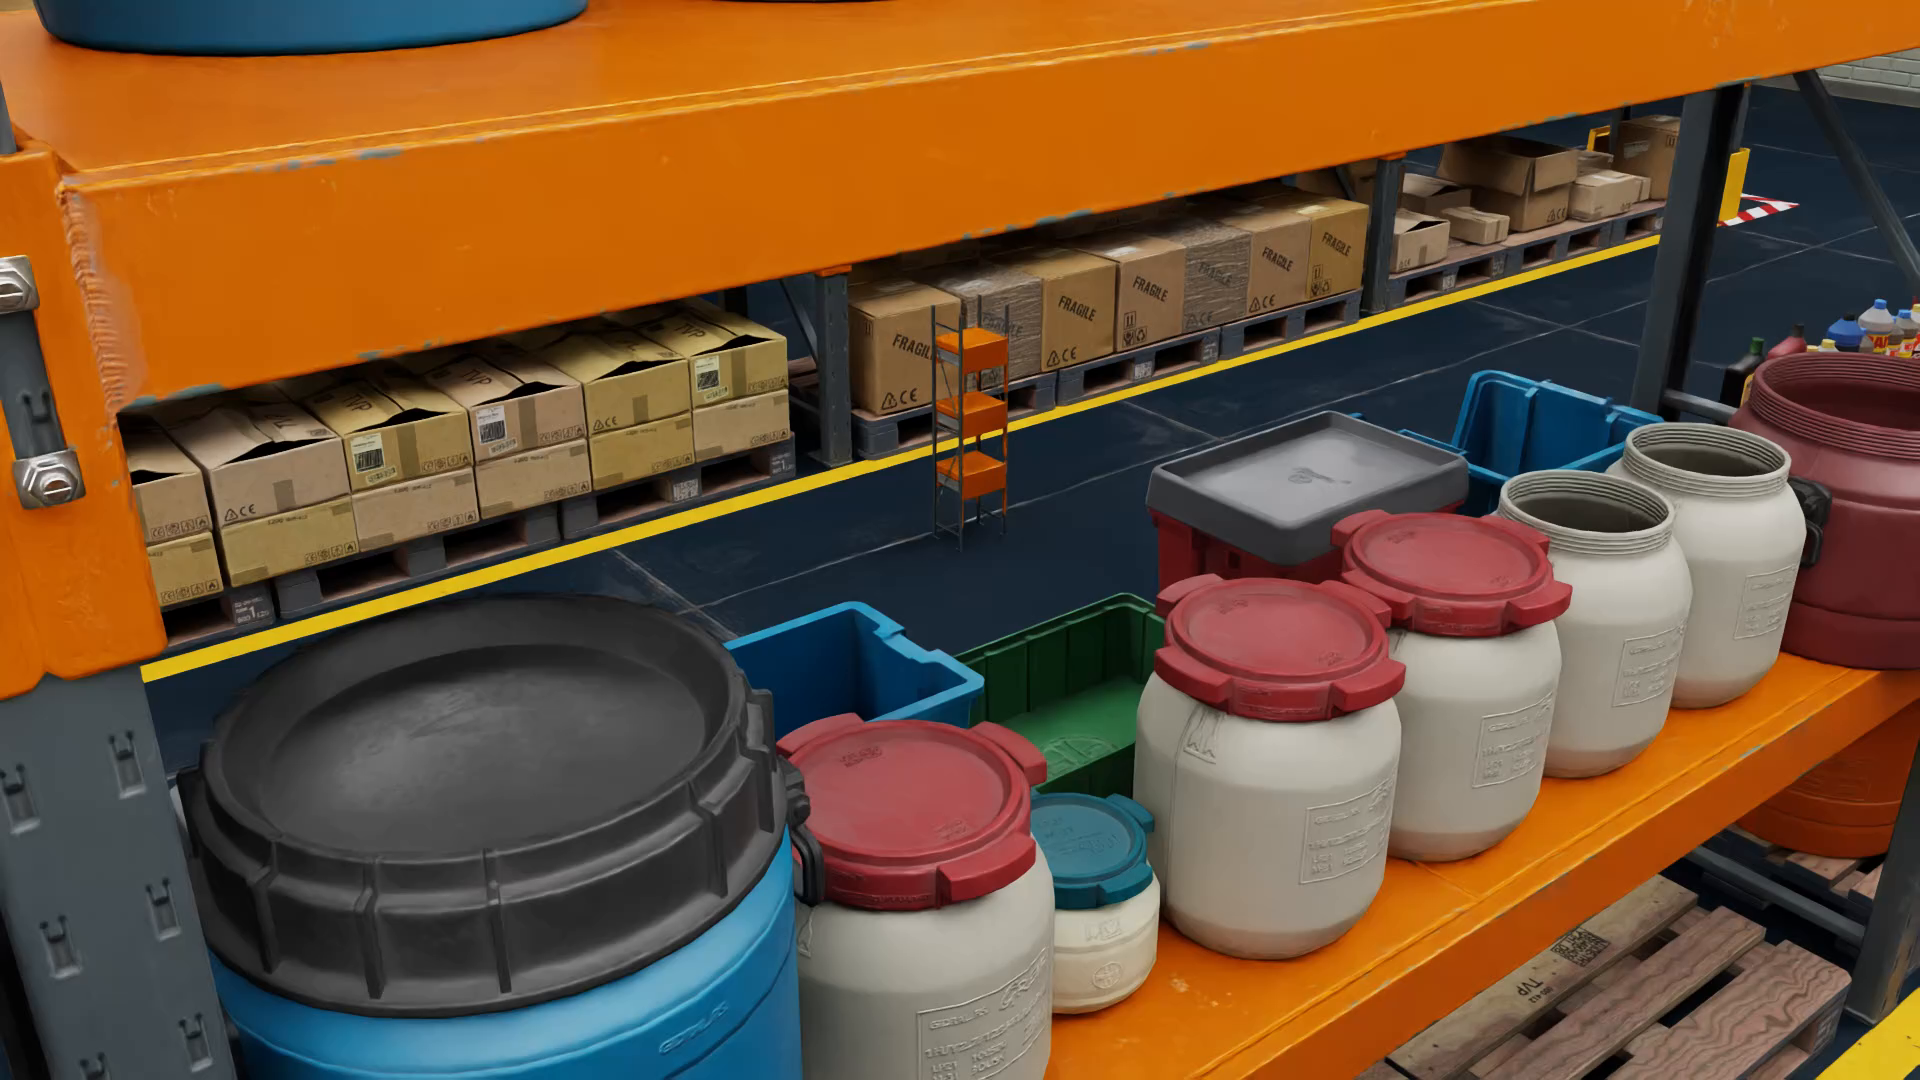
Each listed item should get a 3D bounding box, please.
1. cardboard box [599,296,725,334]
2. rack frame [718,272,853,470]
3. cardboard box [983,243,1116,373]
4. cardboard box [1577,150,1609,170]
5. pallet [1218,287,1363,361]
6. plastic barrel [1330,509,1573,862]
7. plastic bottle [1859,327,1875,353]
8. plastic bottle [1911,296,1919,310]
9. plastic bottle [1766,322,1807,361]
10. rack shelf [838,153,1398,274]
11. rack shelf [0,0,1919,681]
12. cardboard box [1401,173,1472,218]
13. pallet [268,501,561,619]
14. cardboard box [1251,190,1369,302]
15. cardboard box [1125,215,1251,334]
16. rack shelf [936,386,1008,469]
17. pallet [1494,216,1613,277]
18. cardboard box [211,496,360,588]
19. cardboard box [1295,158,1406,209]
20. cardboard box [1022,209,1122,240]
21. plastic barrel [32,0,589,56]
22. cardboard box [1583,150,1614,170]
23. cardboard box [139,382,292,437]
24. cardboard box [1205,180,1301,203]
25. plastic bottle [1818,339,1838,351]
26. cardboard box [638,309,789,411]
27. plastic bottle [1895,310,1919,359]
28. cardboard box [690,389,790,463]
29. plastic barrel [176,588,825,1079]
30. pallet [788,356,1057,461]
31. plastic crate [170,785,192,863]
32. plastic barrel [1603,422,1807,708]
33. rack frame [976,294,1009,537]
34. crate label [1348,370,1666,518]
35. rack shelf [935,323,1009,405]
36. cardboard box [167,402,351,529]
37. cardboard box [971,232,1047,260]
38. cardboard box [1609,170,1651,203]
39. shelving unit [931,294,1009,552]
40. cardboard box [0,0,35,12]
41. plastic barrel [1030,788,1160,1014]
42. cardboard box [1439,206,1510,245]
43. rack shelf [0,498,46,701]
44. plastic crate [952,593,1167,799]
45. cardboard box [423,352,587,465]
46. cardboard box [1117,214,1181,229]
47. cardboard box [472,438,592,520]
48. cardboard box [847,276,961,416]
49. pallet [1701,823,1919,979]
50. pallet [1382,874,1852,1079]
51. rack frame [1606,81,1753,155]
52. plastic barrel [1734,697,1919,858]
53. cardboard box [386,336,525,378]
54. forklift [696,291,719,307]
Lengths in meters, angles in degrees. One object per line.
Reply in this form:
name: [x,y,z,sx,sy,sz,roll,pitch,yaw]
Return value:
cardboard box: [-1.468,-1.038,8.026,0.500,0.311,0.500,-17,30,-32]
rack frame: [-0.875,-1.880,7.737,0.127,3.000,1.000,-18,31,-34]
cardboard box: [0.466,-1.235,8.795,0.500,0.500,0.500,-19,31,-35]
cardboard box: [4.424,-2.733,12.319,0.500,0.250,0.500,-18,31,-34]
pallet: [1.656,-1.430,10.080,1.213,0.211,1.003,-18,31,-34]
plastic barrel: [0.837,0.261,2.963,0.433,0.535,0.433,0,25,0]
plastic bottle: [2.748,-0.554,5.116,0.097,0.201,0.097,0,25,0]
plastic bottle: [3.134,-0.728,5.394,0.133,0.283,0.061,-18,31,-34]
plastic bottle: [2.416,-0.491,4.884,0.133,0.283,0.061,-18,31,-34]
rack shelf: [0.699,-2.073,9.008,4.000,0.370,1.077,-18,31,-34]
rack shelf: [0.605,-0.752,2.600,4.000,0.370,1.077,-18,31,-34]
cardboard box: [3.137,-2.335,11.390,0.500,0.311,0.500,-18,31,-34]
pallet: [-2.506,-0.099,7.212,1.213,0.211,1.003,-18,31,-34]
cardboard box: [2.062,-1.761,9.928,0.500,0.500,0.500,-18,31,-34]
cardboard box: [1.273,-1.505,9.377,0.500,0.500,0.500,-18,30,-33]
rack shelf: [0.042,-0.481,7.063,0.240,0.259,0.215,-18,31,-34]
pallet: [3.775,-2.150,11.633,1.213,0.211,1.003,-18,31,-34]
cardboard box: [-2.743,-0.074,6.614,0.500,0.250,0.500,-19,31,-36]
cardboard box: [2.546,-2.226,10.931,0.500,0.500,0.500,-18,31,-34]
cardboard box: [0.561,-1.889,9.314,0.500,0.250,0.500,-19,31,-35]
plastic barrel: [-0.702,-0.991,1.663,0.708,0.901,0.600,-18,31,-34]
cardboard box: [4.879,-2.869,12.733,0.250,0.149,0.380,-18,31,-34]
cardboard box: [-3.081,-0.504,6.875,0.500,0.311,0.500,-18,31,-34]
cardboard box: [1.742,-1.939,10.312,0.500,0.500,0.500,-20,31,-36]
plastic bottle: [2.594,-0.503,5.007,0.097,0.201,0.097,0,25,0]
cardboard box: [-1.135,-0.860,7.640,0.500,0.311,0.500,-17,30,-33]
plastic bottle: [2.977,-0.630,5.279,0.097,0.201,0.097,0,25,0]
cardboard box: [-1.138,-0.605,7.759,0.500,0.250,0.500,-17,30,-33]
plastic barrel: [-0.478,0.574,1.855,0.708,0.901,0.600,-18,31,-34]
pallet: [-0.264,-0.796,8.715,1.213,0.211,1.003,-18,31,-34]
plastic crate: [-0.776,0.545,2.436,0.583,0.464,0.402,-18,31,-34]
plastic barrel: [1.501,0.050,3.447,0.421,0.512,0.421,0,25,0]
rack frame: [0.138,-0.522,7.127,0.008,1.050,0.200,-18,31,-34]
crate label: [1.230,-0.085,3.829,0.616,0.435,0.502,-18,31,-34]
rack shelf: [0.042,-0.738,6.944,0.240,0.259,0.215,-18,31,-34]
cardboard box: [-2.740,-0.326,6.491,0.500,0.311,0.500,-19,31,-36]
cardboard box: [0.124,-1.400,9.151,0.500,0.500,0.500,-20,31,-36]
cardboard box: [4.771,-2.574,12.076,0.250,0.166,0.380,-18,31,-34]
shelving unit: [0.042,-0.490,7.059,0.252,1.050,0.215,-18,31,-34]
cardboard box: [-5.717,-3.171,9.877,0.500,0.500,0.700,-14,28,-27]
plastic barrel: [0.168,0.571,2.621,0.301,0.262,0.301,0,25,0]
cardboard box: [3.411,-2.098,11.051,0.250,0.166,0.380,-18,31,-34]
rack shelf: [-2.542,0.287,0.361,4.000,0.370,1.077,-18,31,-34]
plastic crate: [0.228,0.352,3.181,0.662,0.188,0.450,-18,31,-34]
cardboard box: [-1.939,-0.592,7.064,0.500,0.311,0.500,-18,31,-34]
cardboard box: [0.931,-1.670,9.732,0.500,0.500,0.500,-18,30,-33]
cardboard box: [-1.939,-0.341,7.188,0.500,0.250,0.500,-17,30,-33]
cardboard box: [-0.340,-0.969,8.221,0.500,0.500,0.500,-17,30,-32]
pallet: [2.774,0.809,5.257,1.213,0.211,1.003,-18,31,-34]
pallet: [1.545,1.216,4.380,1.213,0.211,1.003,-18,31,-34]
rack frame: [5.421,-3.958,12.215,0.127,3.000,1.000,-18,31,-34]
plastic barrel: [2.554,0.423,4.853,0.708,0.830,0.600,-18,31,-34]
cardboard box: [-2.279,-0.767,7.442,0.500,0.311,0.500,-19,31,-35]
forklift: [-2.497,-2.638,9.452,1.130,2.935,3.031,-19,31,-35]
